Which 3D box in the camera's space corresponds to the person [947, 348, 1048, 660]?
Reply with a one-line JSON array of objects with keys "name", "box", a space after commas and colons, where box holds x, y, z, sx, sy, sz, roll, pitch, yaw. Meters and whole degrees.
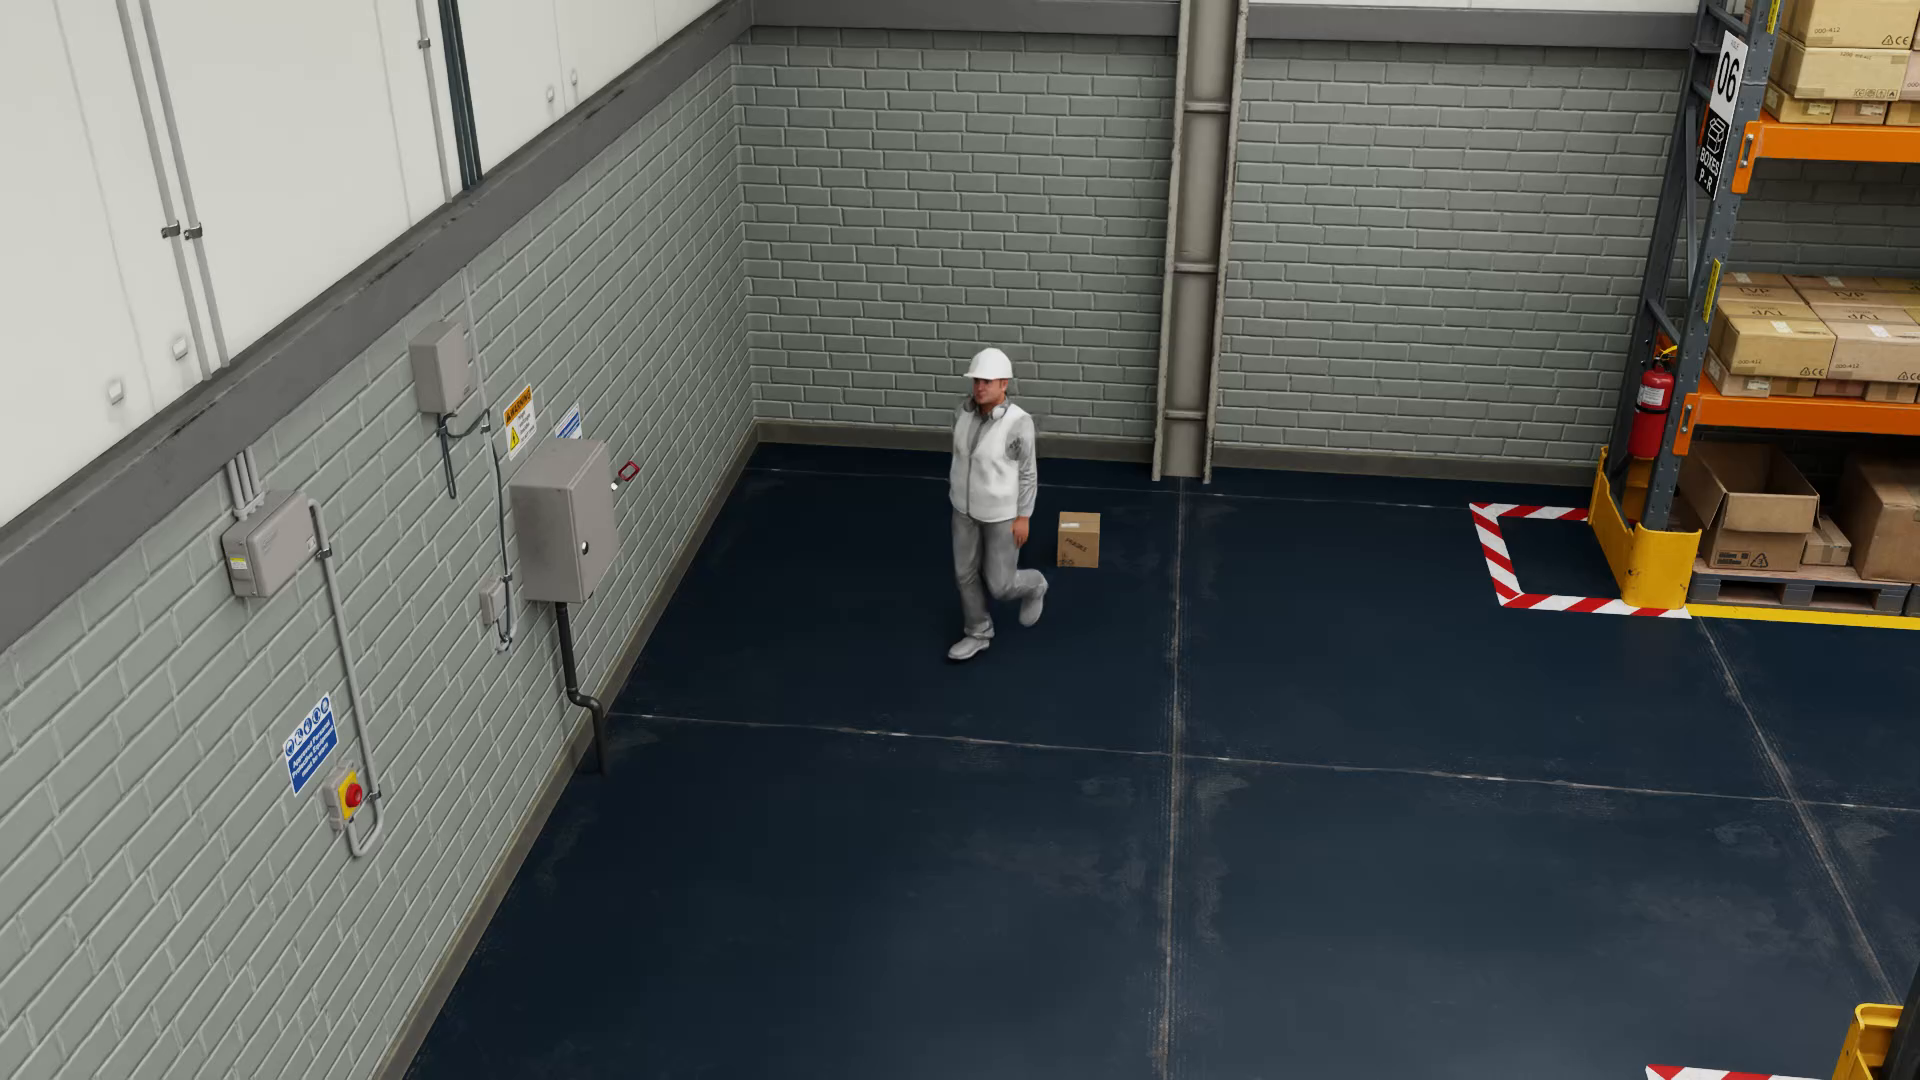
[{"name": "person", "box": [0.197, -0.203, 8.945, 0.539, 1.759, 0.670, 21, 34, 33]}]
